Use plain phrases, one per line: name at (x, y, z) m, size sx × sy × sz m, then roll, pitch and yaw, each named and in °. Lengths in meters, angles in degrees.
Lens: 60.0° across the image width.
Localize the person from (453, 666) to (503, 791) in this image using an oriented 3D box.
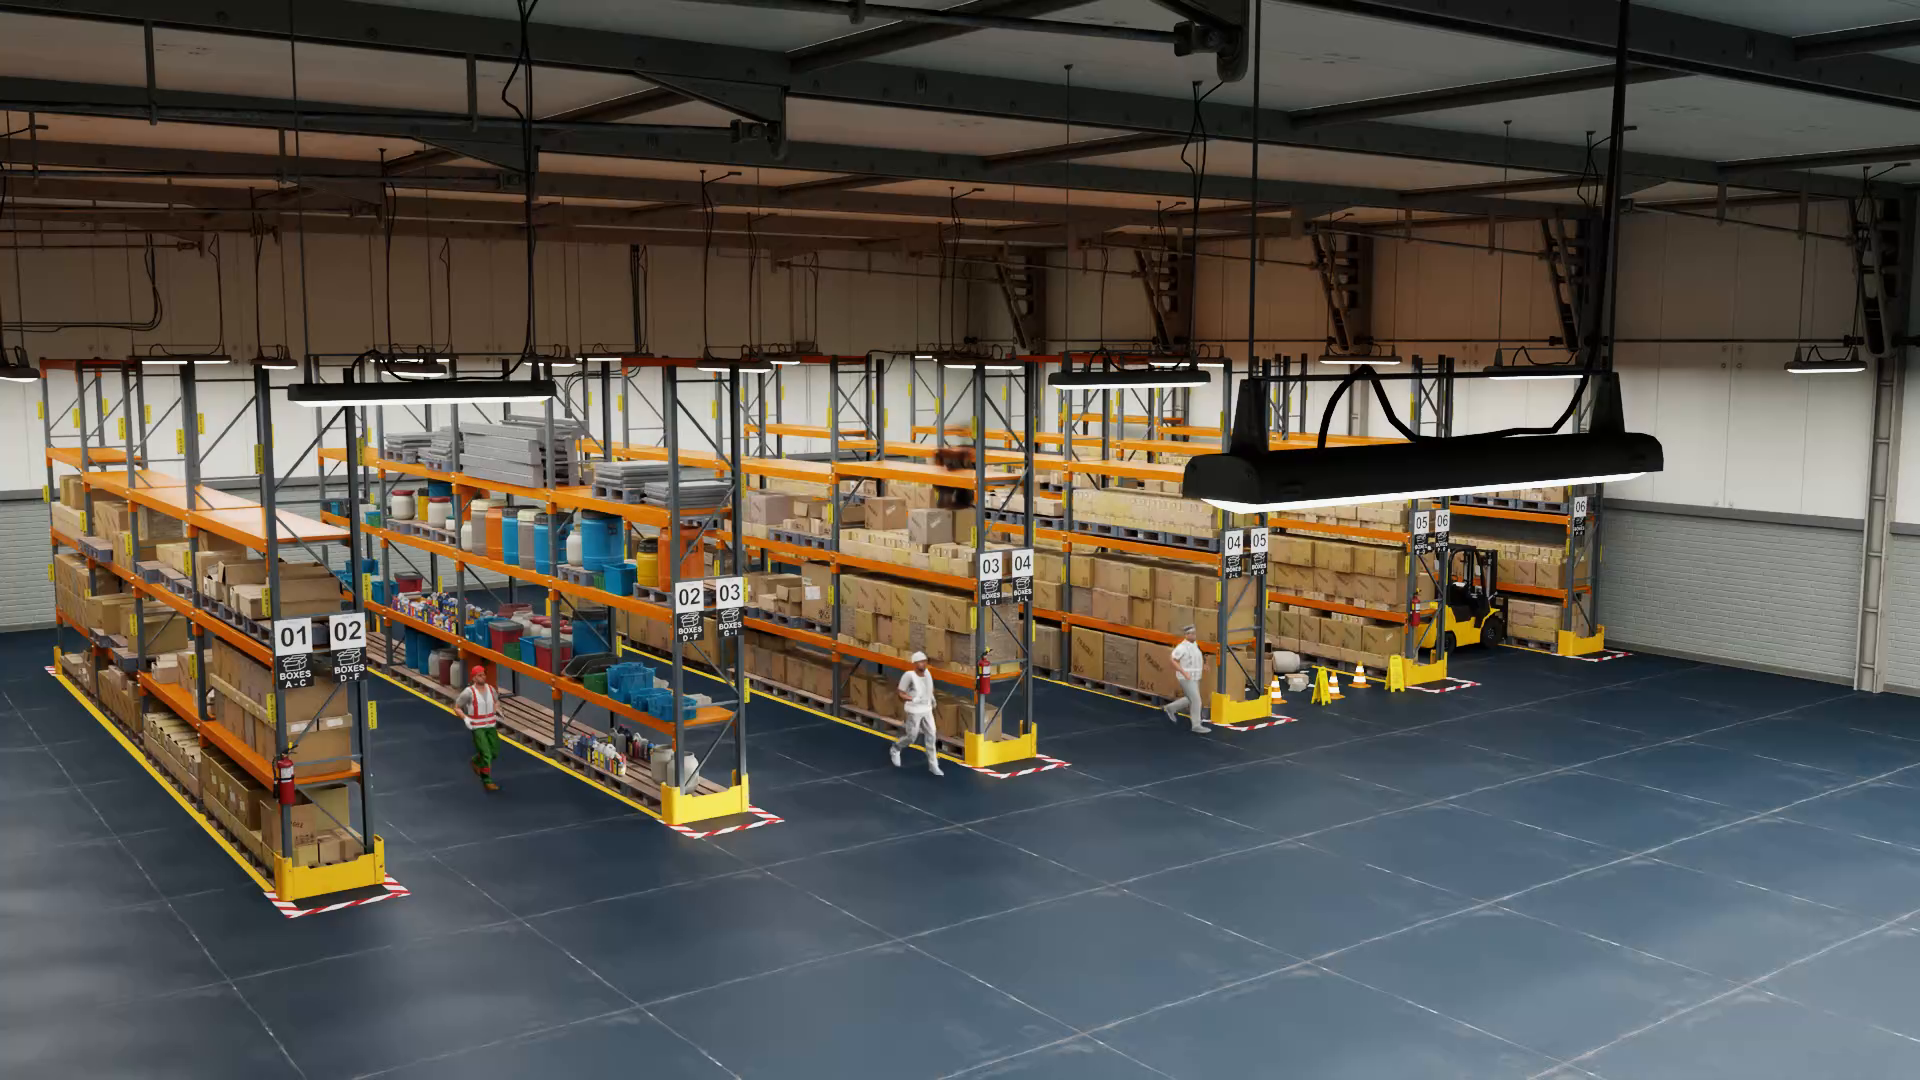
person at (-6.795, 2.645, 23.541) m, size 0.780 × 1.748 × 0.663 m, roll 6°, pitch 9°, yaw 41°

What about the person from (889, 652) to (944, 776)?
person at (-0.619, 2.516, 24.346) m, size 0.955 × 1.790 × 0.739 m, roll 7°, pitch 10°, yaw 44°

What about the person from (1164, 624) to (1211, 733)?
person at (3.681, 2.222, 26.959) m, size 0.885 × 1.755 × 0.689 m, roll 4°, pitch 8°, yaw 32°
